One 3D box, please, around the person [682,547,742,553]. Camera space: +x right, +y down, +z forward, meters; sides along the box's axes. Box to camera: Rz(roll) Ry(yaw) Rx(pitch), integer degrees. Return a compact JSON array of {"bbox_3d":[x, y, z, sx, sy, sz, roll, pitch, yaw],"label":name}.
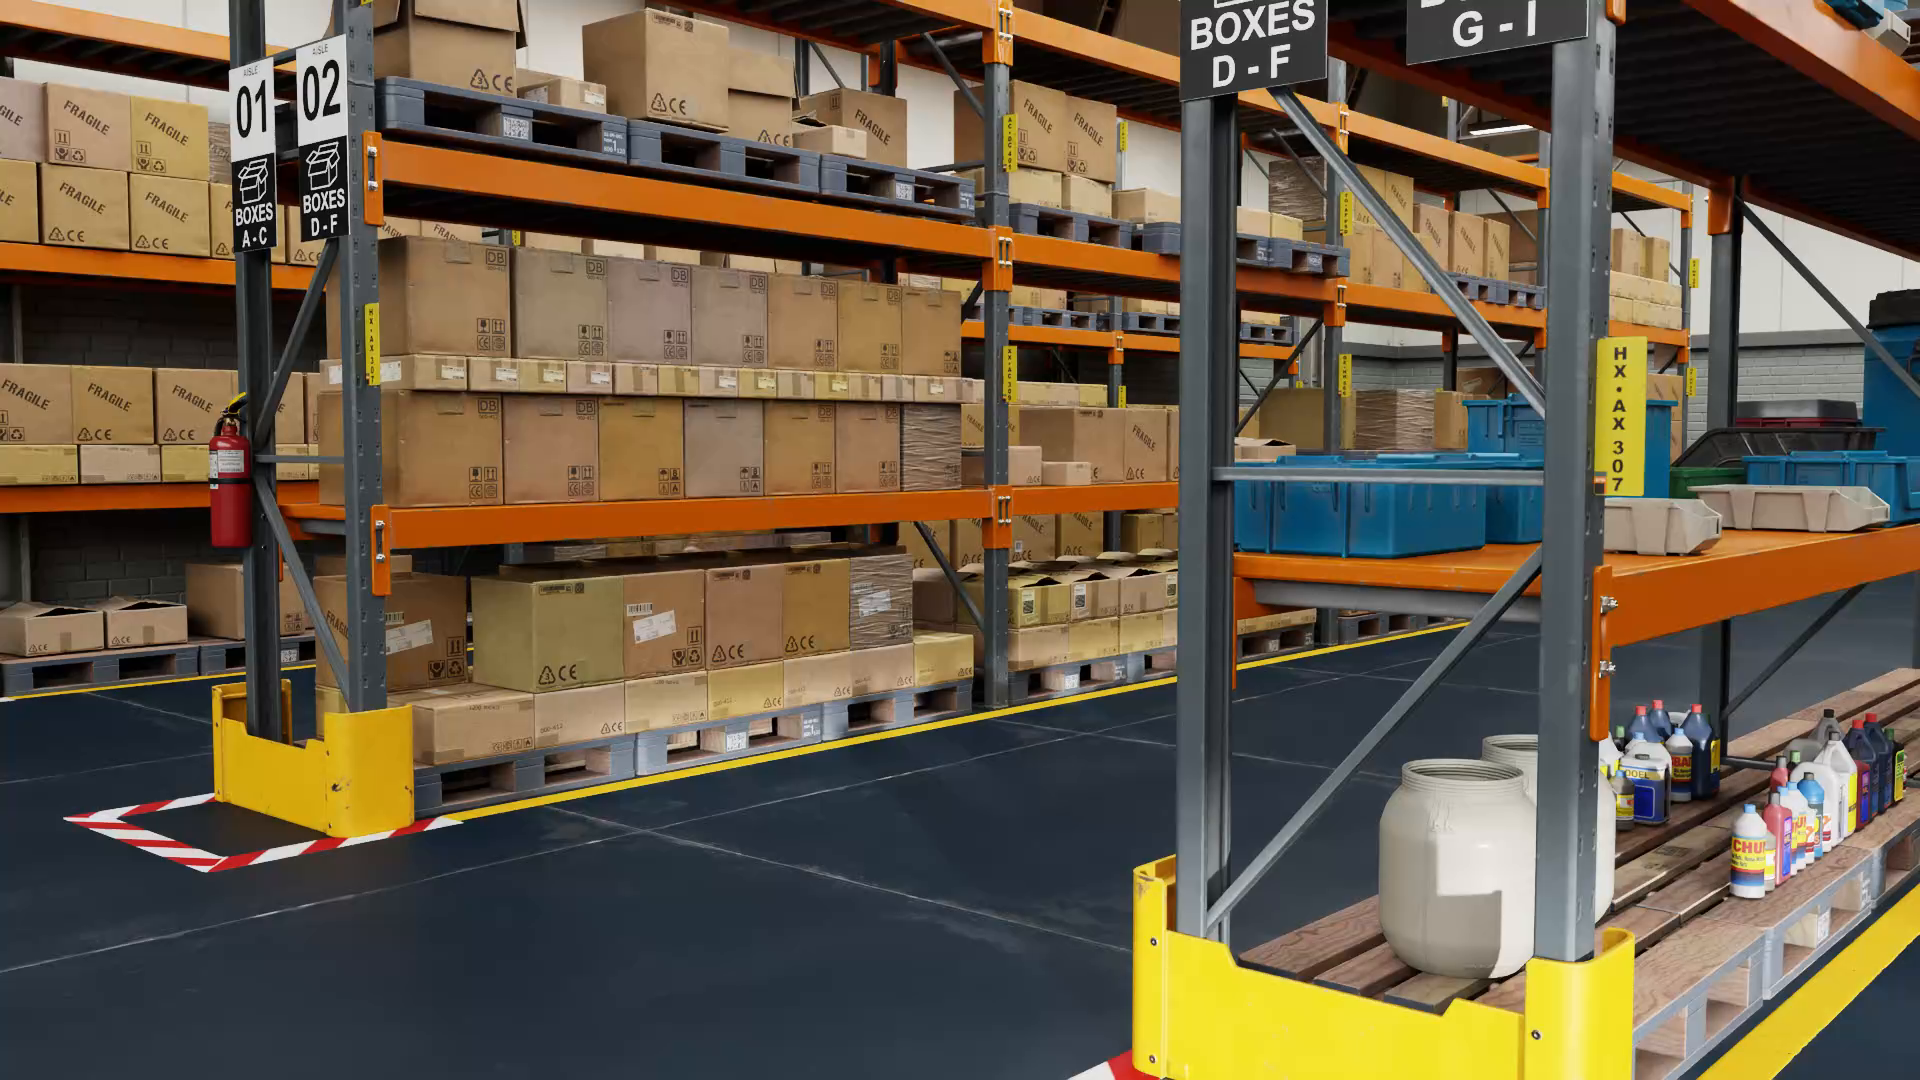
[{"bbox_3d":[-1.720,0.462,12.395,0.940,0.811,0.574,3,4,40],"label":"person"}]
